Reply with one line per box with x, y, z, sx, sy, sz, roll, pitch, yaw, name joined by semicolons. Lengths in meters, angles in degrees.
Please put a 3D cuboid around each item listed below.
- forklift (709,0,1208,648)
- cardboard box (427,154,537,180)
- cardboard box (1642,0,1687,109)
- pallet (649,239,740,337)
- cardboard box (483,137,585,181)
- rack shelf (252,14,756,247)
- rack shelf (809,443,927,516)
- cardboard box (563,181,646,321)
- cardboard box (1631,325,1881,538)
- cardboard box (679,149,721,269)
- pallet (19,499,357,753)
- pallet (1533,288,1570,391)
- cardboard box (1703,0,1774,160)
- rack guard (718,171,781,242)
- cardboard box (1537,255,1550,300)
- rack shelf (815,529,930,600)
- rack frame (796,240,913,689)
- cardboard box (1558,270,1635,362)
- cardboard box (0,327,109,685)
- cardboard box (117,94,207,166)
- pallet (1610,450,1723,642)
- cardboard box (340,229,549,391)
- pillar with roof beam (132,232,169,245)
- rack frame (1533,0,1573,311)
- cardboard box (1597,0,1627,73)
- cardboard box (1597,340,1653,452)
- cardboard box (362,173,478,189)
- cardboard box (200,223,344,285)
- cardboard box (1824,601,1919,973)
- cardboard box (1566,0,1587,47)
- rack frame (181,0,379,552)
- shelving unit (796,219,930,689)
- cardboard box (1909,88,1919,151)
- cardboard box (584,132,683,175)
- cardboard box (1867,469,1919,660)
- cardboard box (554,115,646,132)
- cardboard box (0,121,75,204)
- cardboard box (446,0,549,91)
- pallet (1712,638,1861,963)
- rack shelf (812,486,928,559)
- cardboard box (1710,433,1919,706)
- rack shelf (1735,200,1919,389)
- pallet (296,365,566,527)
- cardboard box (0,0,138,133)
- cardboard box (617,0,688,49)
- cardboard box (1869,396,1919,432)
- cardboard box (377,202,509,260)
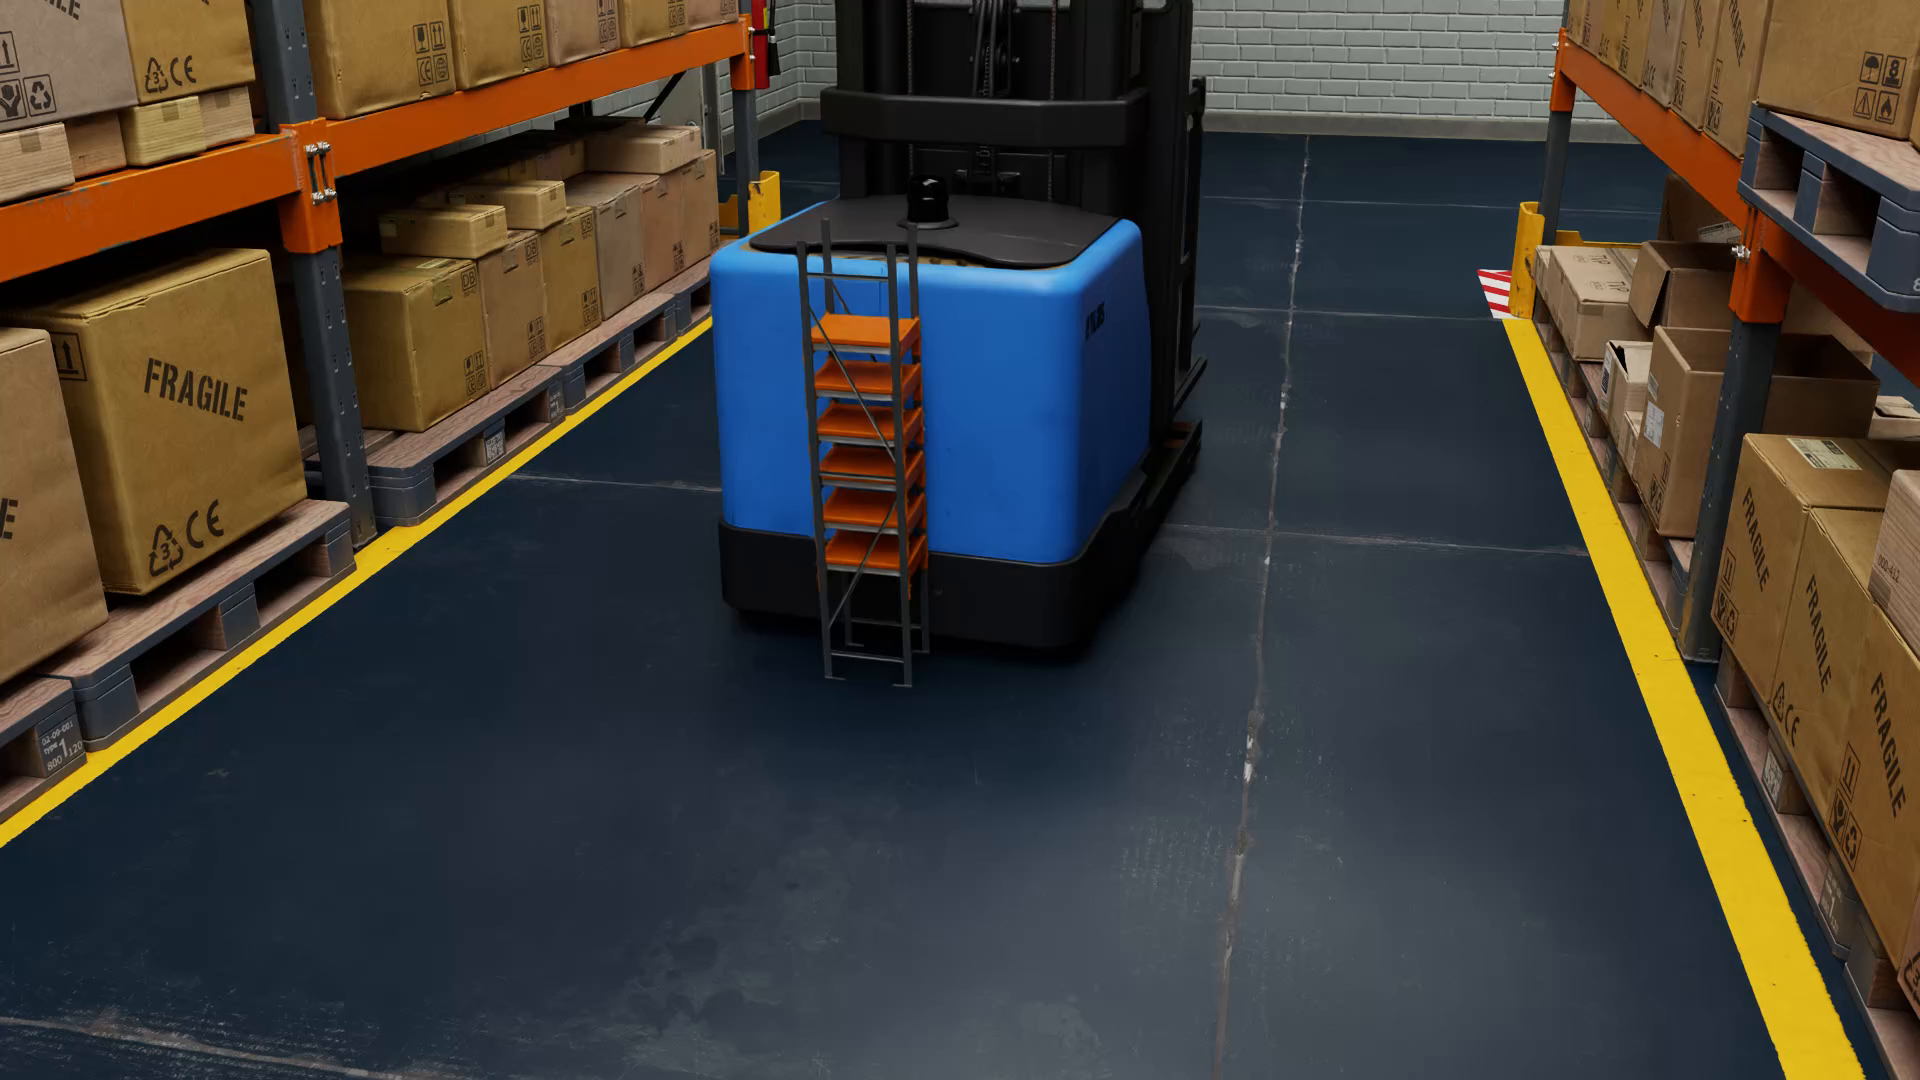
0.245;-1.591;5.381;1.130;2.935;3.031;7;23;16;forklift
-2.038;-1.548;7.098;0.380;0.149;0.250;5;22;11;cardboard box
2.525;-1.665;5.338;0.500;0.500;0.500;5;22;12;cardboard box
-1.653;-1.286;8.265;1.003;0.211;1.213;4;22;11;pallet
-1.935;-1.735;7.562;0.380;0.149;0.250;5;22;11;cardboard box
-1.974;-1.813;6.804;1.077;0.370;4.000;4;22;11;rack shelf
-0.232;-0.156;4.238;0.258;0.103;0.180;5;27;13;rack shelf
-1.815;-1.283;7.308;0.700;0.500;0.500;4;22;9;cardboard box
2.307;-0.314;4.875;0.500;0.500;0.500;4;22;11;cardboard box
-1.611;-1.650;8.219;0.700;0.500;0.500;4;22;11;cardboard box
-2.466;0.166;4.659;1.003;0.211;1.213;4;22;11;pallet
3.107;-0.889;7.279;1.003;0.211;1.213;4;22;11;pallet
2.319;-1.288;4.403;0.500;0.500;0.500;5;22;12;cardboard box
-1.561;-1.728;8.974;1.175;0.500;0.348;4;22;11;rack guard
2.811;-1.174;7.456;0.380;0.166;0.250;4;22;11;cardboard box
-0.227;0.058;4.346;0.258;0.103;0.180;5;27;13;rack shelf
-0.254;-0.156;4.139;0.240;1.200;0.006;5;27;13;rack frame
2.692;-0.888;6.635;0.500;0.250;0.500;4;22;11;cardboard box
-2.566;-0.040;3.754;0.750;0.750;0.750;5;23;13;cardboard box
-2.202;-1.069;4.302;0.380;0.149;0.250;5;22;12;cardboard box
2.609;0.003;5.063;1.003;0.211;1.213;4;22;11;pallet
-2.024;-0.900;6.357;0.700;0.500;0.500;4;22;10;cardboard box
1.128;-4.192;3.717;9.100;9.000;0.400;4;22;11;pillar with roof beam
3.284;-2.502;7.551;1.000;3.000;0.127;4;22;11;rack frame
2.730;-2.034;6.255;0.500;0.500;0.500;4;22;11;cardboard box
2.460;-0.500;5.591;0.500;0.311;0.500;4;22;11;cardboard box
-2.142;-1.361;6.634;0.380;0.149;0.250;5;22;11;cardboard box
-2.353;-0.980;5.686;0.380;0.149;0.250;4;22;11;cardboard box
1.923;0.453;2.972;0.500;0.500;0.500;5;22;12;cardboard box
2.936;-2.406;7.179;0.500;0.500;0.500;5;22;12;cardboard box
-2.382;-1.416;4.853;1.000;3.000;0.127;4;22;11;rack frame
-0.232;-0.196;4.218;0.258;1.200;0.189;5;27;13;shelving unit
2.074;-0.868;2.797;0.700;0.500;0.500;8;23;19;cardboard box
-1.510;-1.797;7.715;0.380;0.149;0.250;5;22;12;cardboard box
1.927;0.092;2.862;0.500;0.250;0.500;5;22;11;cardboard box
-1.781;-2.012;8.250;0.380;0.149;0.250;5;22;11;cardboard box
-2.296;-0.877;3.824;0.380;0.149;0.250;4;22;11;cardboard box
-2.101;-2.018;5.948;0.980;0.700;0.700;4;22;10;cardboard box
2.339;0.555;3.694;1.003;0.211;1.213;4;22;11;pallet
-0.229;-0.049;4.292;0.258;0.103;0.180;5;27;13;rack shelf
2.131;0.075;3.911;0.500;0.500;0.500;3;22;8;cardboard box
2.060;0.026;2.237;1.077;0.370;4.000;4;22;11;rack shelf
-2.150;-0.394;6.050;1.003;0.211;1.213;4;22;11;pallet
-2.324;-1.234;3.843;0.500;0.500;0.500;5;22;11;cardboard box
-1.798;-2.563;7.302;0.980;0.700;0.700;4;22;10;cardboard box
2.932;-0.383;5.494;0.380;0.166;0.250;4;22;11;cardboard box
-1.881;-1.129;6.057;0.380;0.149;0.250;5;23;13;cardboard box
